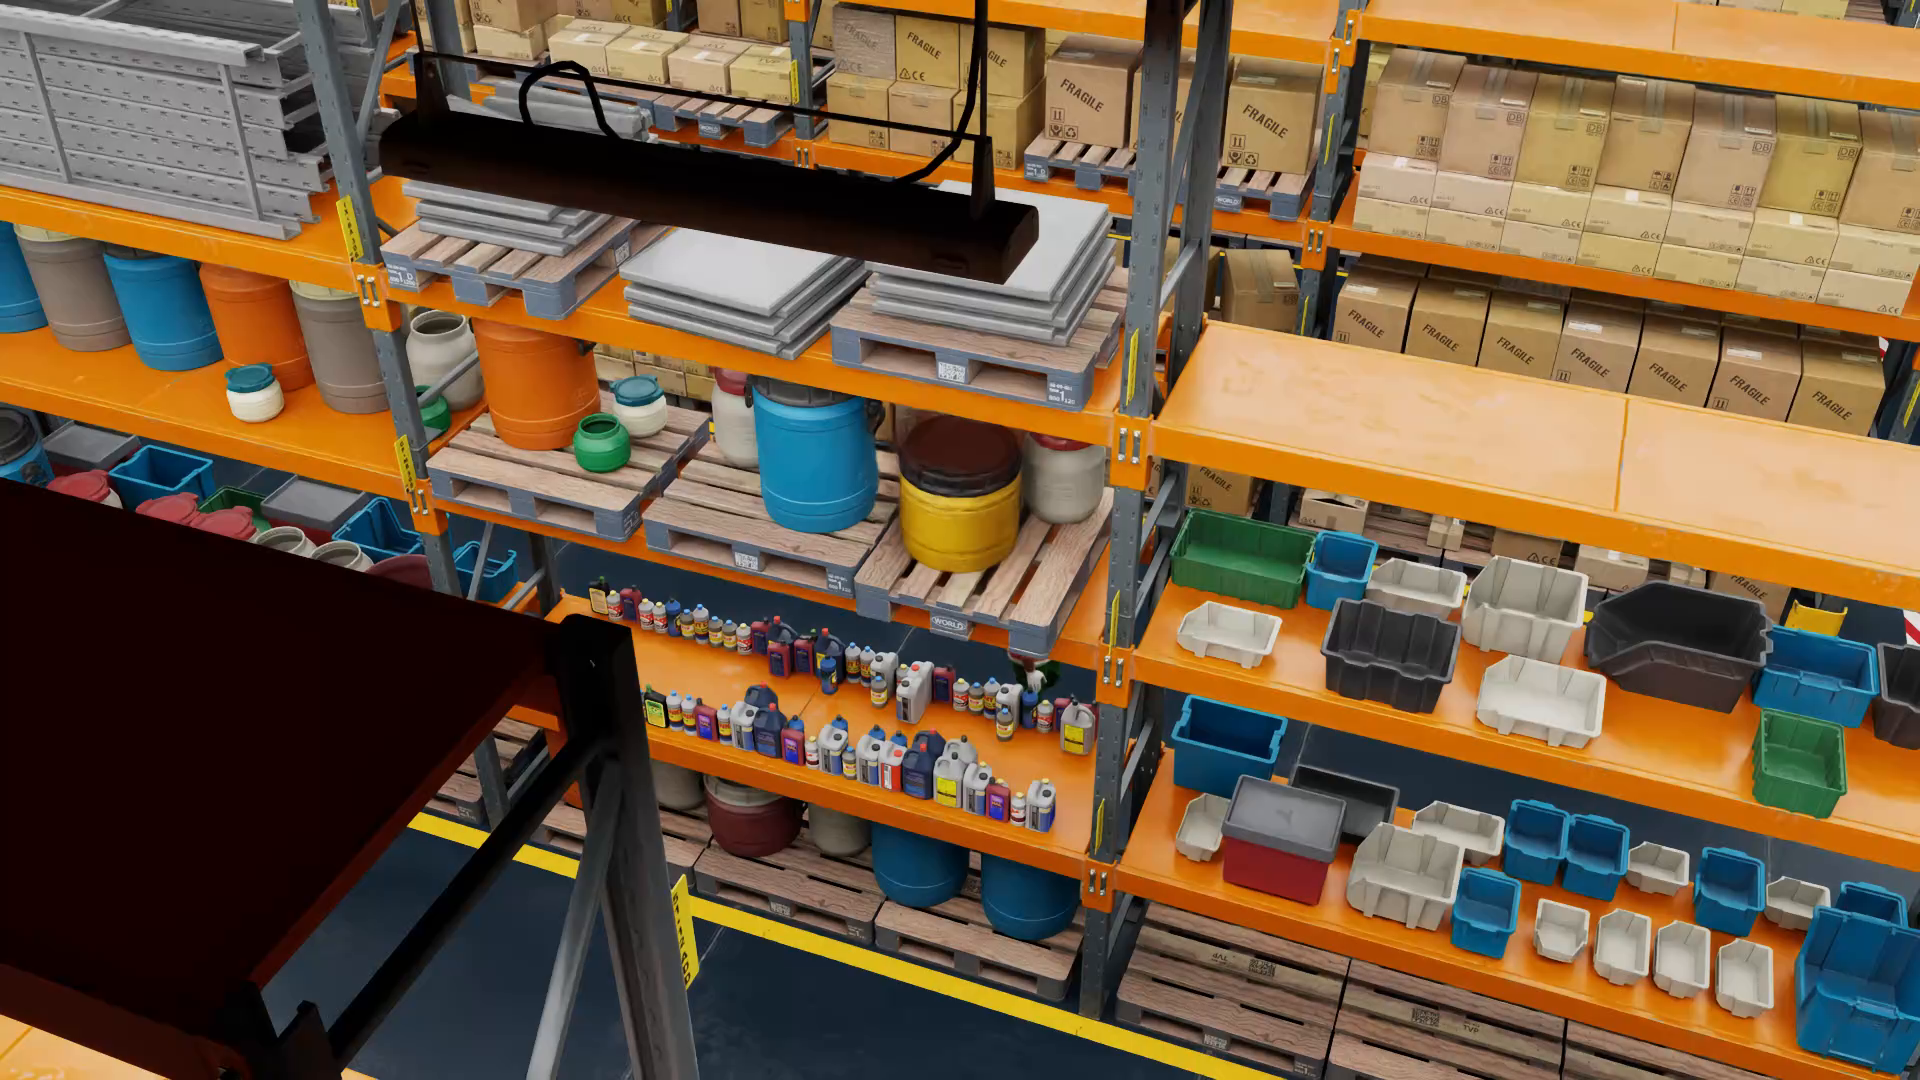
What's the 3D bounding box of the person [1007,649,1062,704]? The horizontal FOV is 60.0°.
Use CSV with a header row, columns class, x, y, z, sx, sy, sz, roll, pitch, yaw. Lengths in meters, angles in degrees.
class,x,y,z,sx,sy,sz,roll,pitch,yaw
person,0.433,0.714,10.915,0.479,1.783,0.593,4,37,5
